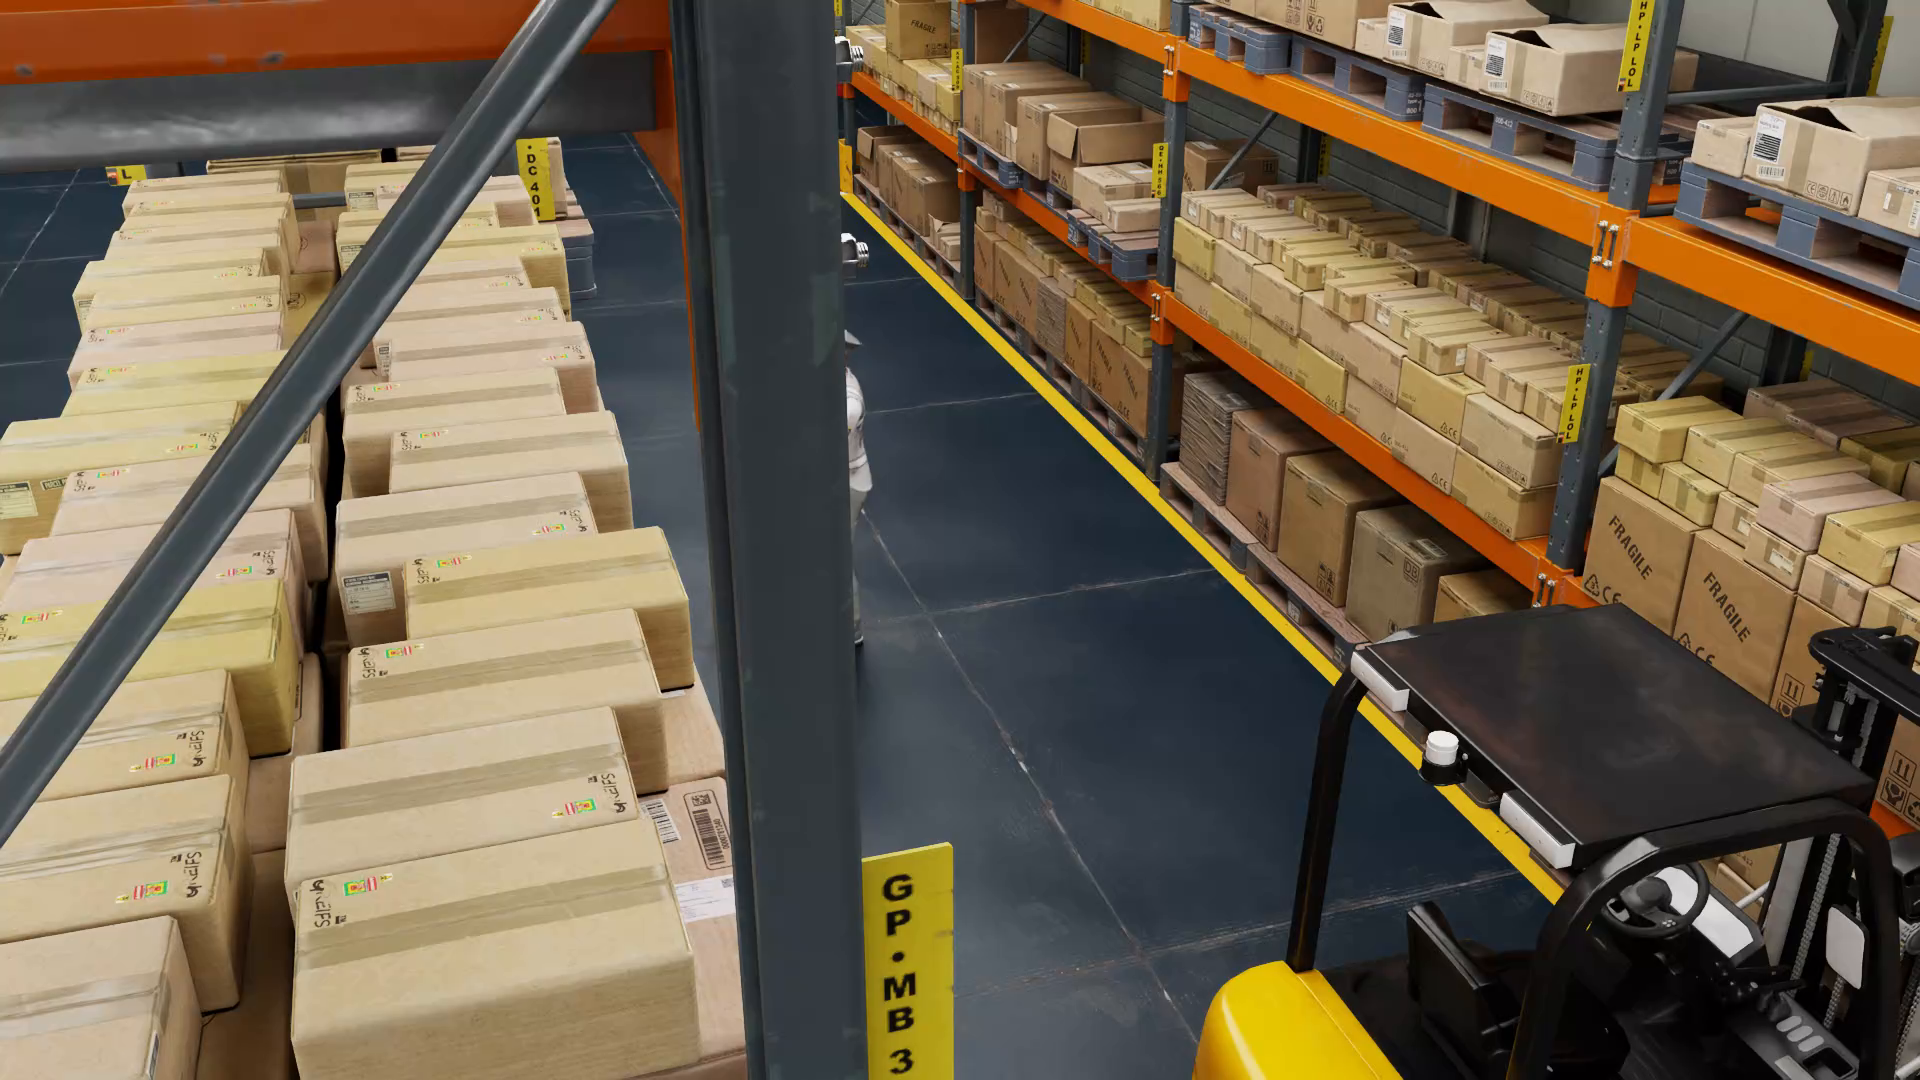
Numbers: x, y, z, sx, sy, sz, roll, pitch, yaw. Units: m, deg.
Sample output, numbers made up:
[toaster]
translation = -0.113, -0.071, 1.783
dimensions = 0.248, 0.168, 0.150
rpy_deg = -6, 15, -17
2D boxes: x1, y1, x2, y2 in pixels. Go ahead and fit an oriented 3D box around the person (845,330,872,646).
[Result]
[person]
translation = -0.756, -0.272, 8.628
dimensions = 0.537, 1.774, 0.514
rpy_deg = -8, 27, -16
